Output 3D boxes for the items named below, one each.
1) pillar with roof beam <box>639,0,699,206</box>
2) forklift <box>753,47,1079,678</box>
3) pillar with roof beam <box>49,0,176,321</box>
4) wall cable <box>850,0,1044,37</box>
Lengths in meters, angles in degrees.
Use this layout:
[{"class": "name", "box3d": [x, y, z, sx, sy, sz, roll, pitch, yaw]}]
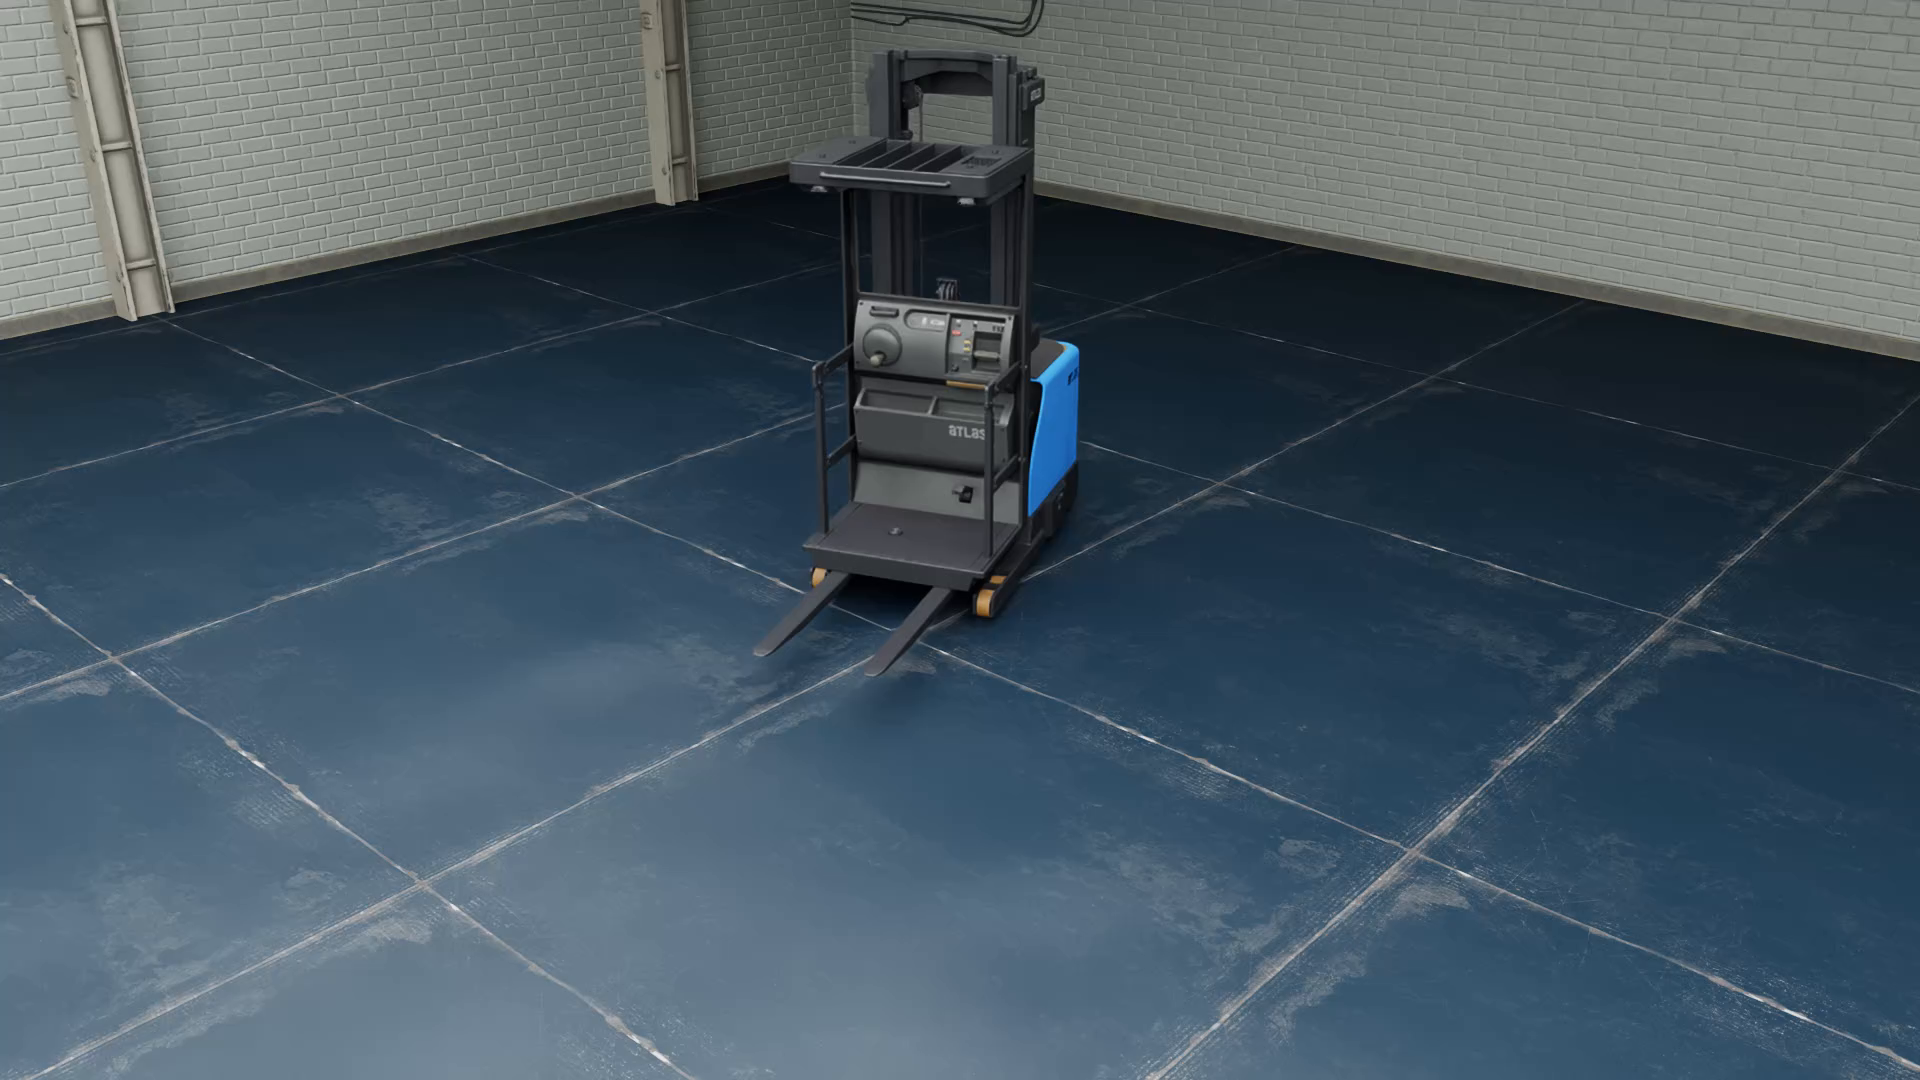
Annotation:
[{"class": "pillar with roof beam", "box3d": [0.000, -6.768, 14.345, 9.100, 9.000, 0.400, 20, 31, 38]}, {"class": "forklift", "box3d": [-0.220, -1.088, 9.095, 1.130, 2.935, 3.031, 8, 25, 18]}, {"class": "pillar with roof beam", "box3d": [-4.004, -4.940, 10.268, 9.100, 9.000, 0.400, 20, 31, 38]}, {"class": "wall cable", "box3d": [-0.255, -7.063, 18.798, 3.097, 2.526, 0.112, 20, 31, 38]}]
